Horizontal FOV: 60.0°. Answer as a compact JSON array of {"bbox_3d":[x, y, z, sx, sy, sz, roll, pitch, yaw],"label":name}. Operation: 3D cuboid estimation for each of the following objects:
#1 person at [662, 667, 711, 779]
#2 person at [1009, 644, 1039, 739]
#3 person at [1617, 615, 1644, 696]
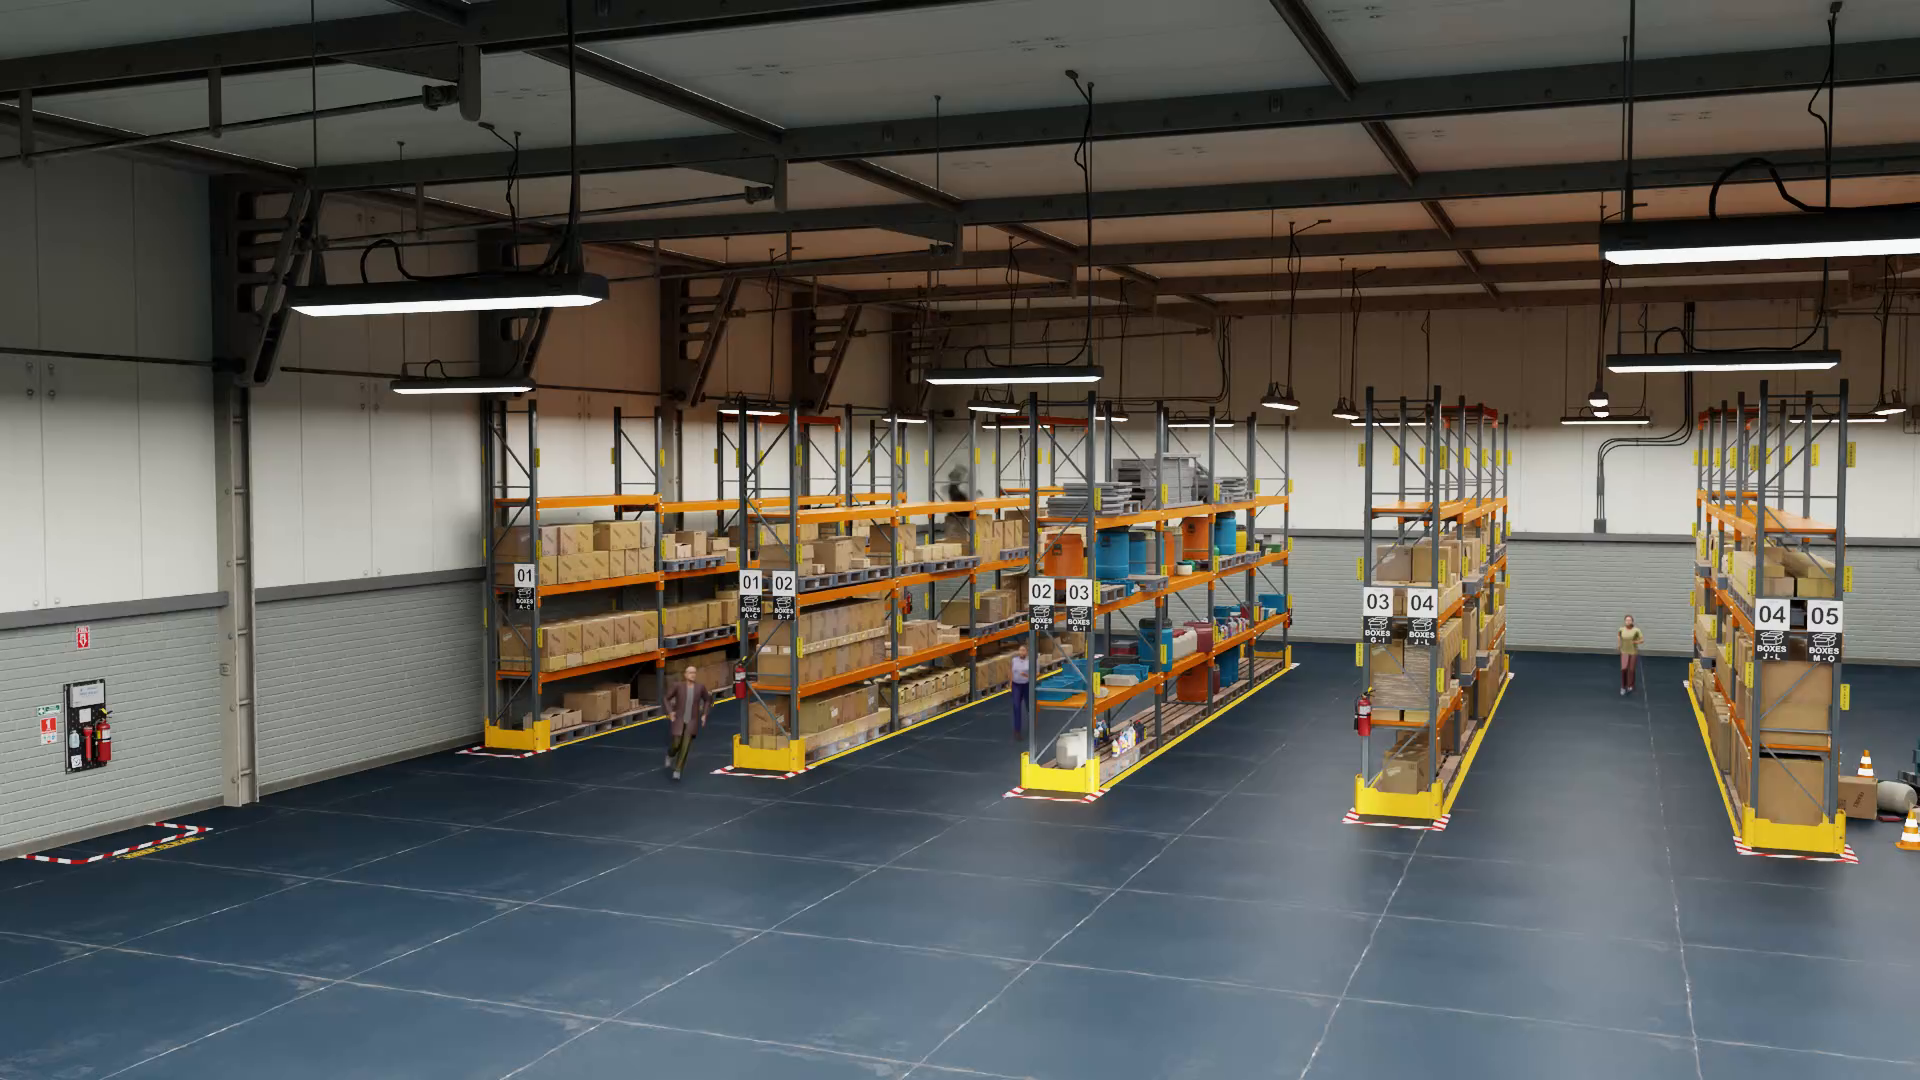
[{"bbox_3d":[-4.278,2.896,26.158,0.767,1.625,0.754,-1,3,-17],"label":"person"},{"bbox_3d":[1.150,2.694,29.824,0.599,1.633,0.919,1,3,15],"label":"person"},{"bbox_3d":[14.188,2.438,35.203,0.558,1.709,0.719,1,3,28],"label":"person"}]
